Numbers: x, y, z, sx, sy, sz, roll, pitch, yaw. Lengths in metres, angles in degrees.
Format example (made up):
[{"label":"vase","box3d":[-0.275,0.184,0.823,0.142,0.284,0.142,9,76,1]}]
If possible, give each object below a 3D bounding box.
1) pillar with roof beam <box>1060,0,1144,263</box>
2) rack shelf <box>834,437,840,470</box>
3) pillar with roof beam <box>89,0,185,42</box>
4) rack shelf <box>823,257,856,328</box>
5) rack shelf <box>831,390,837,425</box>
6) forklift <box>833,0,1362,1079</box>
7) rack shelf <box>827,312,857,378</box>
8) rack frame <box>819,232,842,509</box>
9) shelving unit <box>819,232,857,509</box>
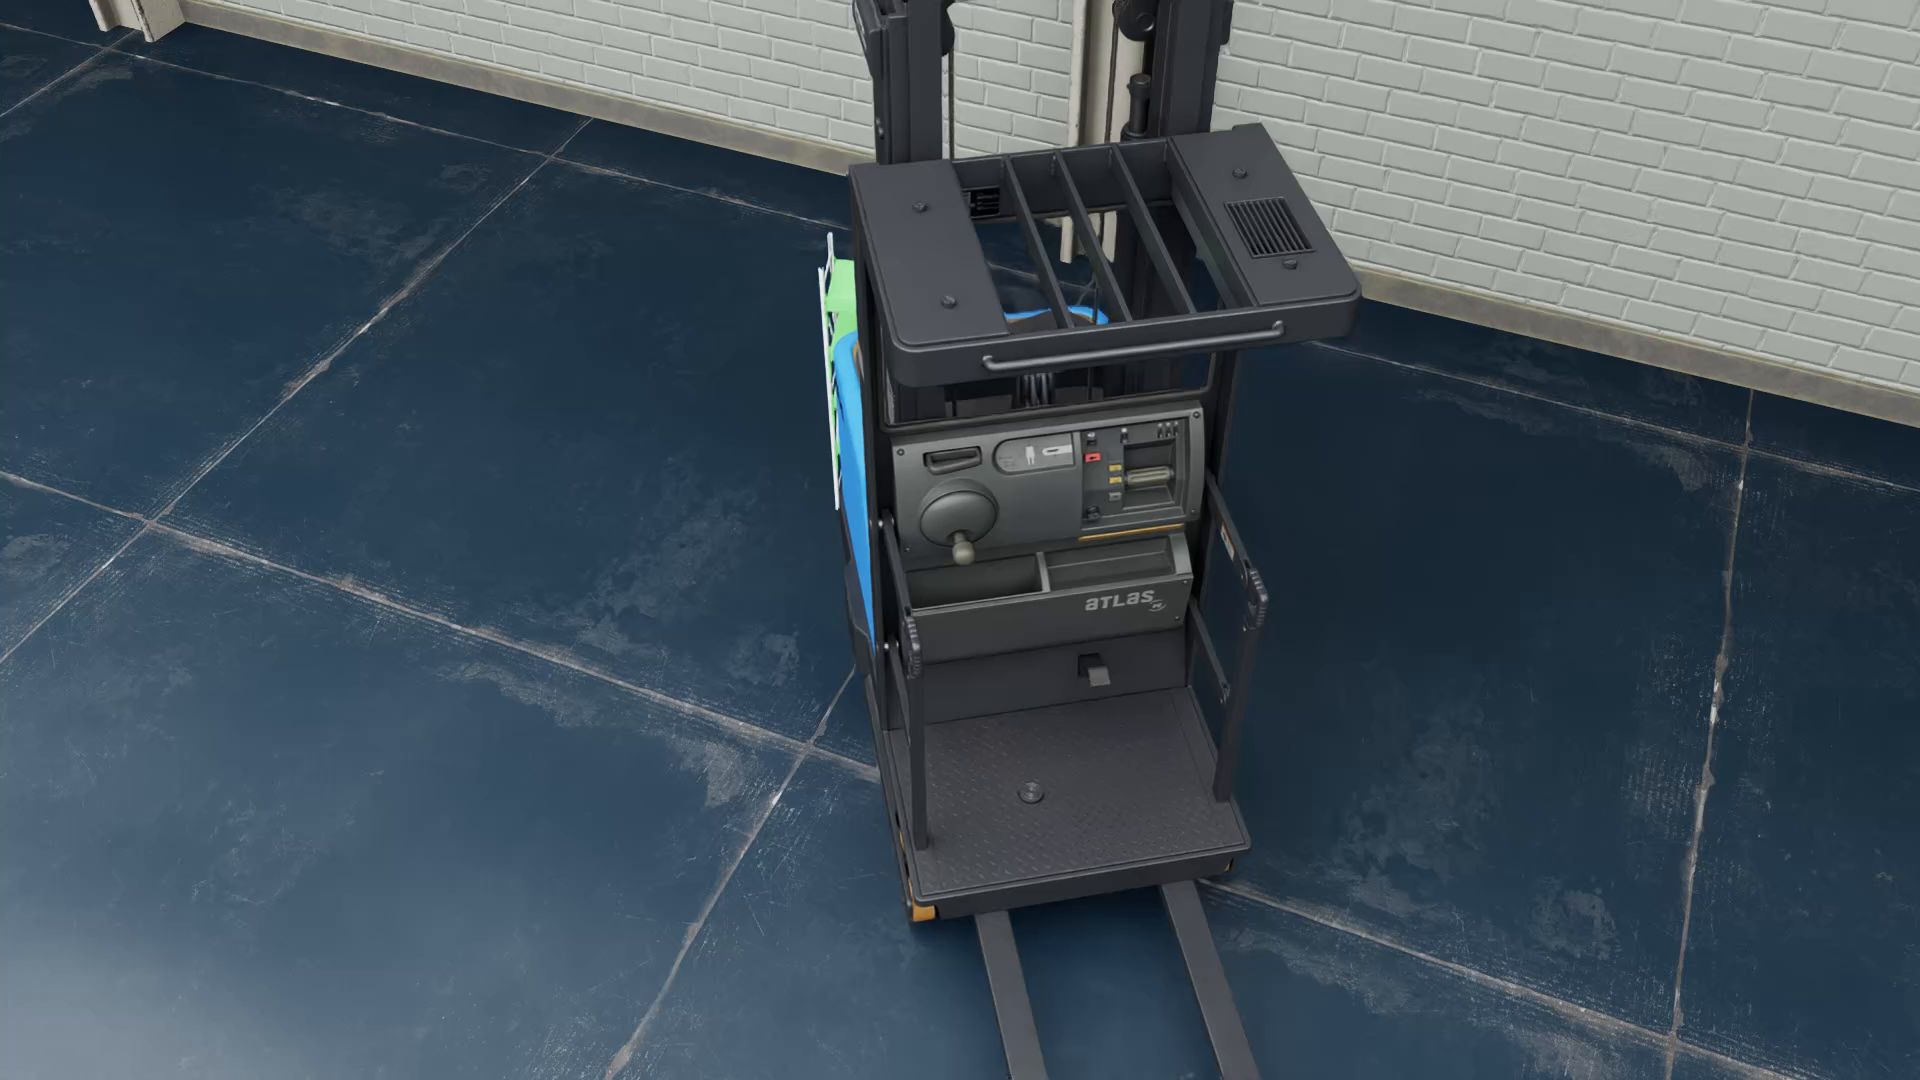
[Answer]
[{"label":"pillar with roof beam","box3d":[-0.929,-1.800,2.180,0.400,9.000,9.100,16,47,16]},{"label":"rack shelf","box3d":[-0.252,-0.406,6.738,0.480,0.148,0.258,4,45,4]},{"label":"pillar with roof beam","box3d":[-6.467,-3.430,3.817,0.400,9.000,9.100,16,47,16]},{"label":"rack shelf","box3d":[-0.252,-0.916,6.230,0.480,0.148,0.258,4,45,4]},{"label":"rack shelf","box3d":[-0.252,-0.576,6.569,0.480,0.148,0.258,4,45,4]},{"label":"forklift","box3d":[0.309,-0.072,4.744,1.130,2.935,3.031,-8,45,-8]},{"label":"rack shelf","box3d":[-0.252,-0.746,6.400,0.480,0.148,0.258,4,45,4]},{"label":"rack frame","box3d":[-0.495,-0.637,6.540,0.015,1.200,0.240,4,45,4]},{"label":"shelving unit","box3d":[-0.252,-0.621,6.524,0.503,1.200,0.258,4,45,4]}]
